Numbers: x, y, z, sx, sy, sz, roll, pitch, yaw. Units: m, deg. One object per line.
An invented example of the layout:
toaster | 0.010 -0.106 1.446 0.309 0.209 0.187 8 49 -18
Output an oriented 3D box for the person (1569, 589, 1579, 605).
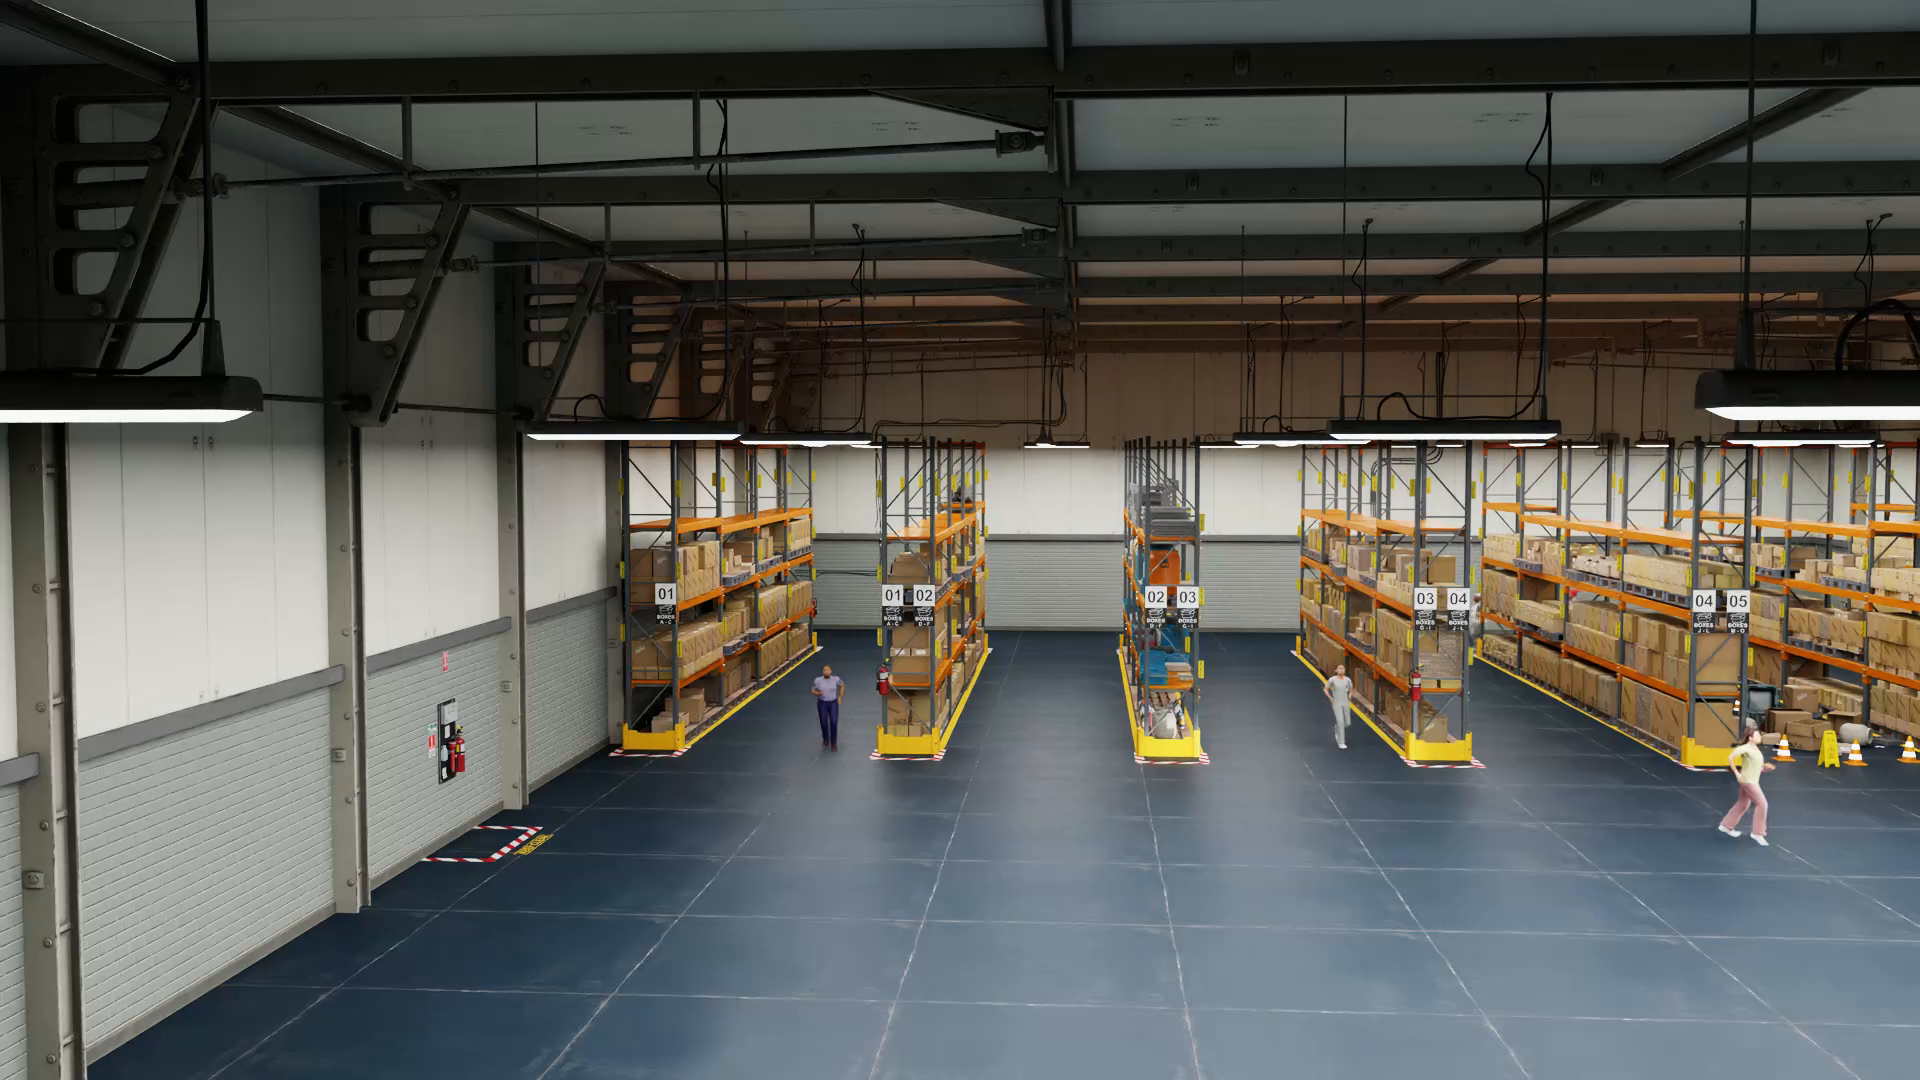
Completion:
person | 17.533 2.303 47.440 0.951 1.787 0.668 0 3 6

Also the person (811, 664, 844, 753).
person | -2.540 3.217 31.903 0.616 1.676 0.819 0 3 -1

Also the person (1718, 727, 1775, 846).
person | 11.530 3.590 24.375 0.744 1.724 0.562 2 4 35

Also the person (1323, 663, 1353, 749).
person | 7.328 3.184 32.151 0.571 1.628 0.753 0 3 -7

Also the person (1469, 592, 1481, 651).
person | 14.736 2.335 47.511 0.531 1.714 0.692 0 3 -3
